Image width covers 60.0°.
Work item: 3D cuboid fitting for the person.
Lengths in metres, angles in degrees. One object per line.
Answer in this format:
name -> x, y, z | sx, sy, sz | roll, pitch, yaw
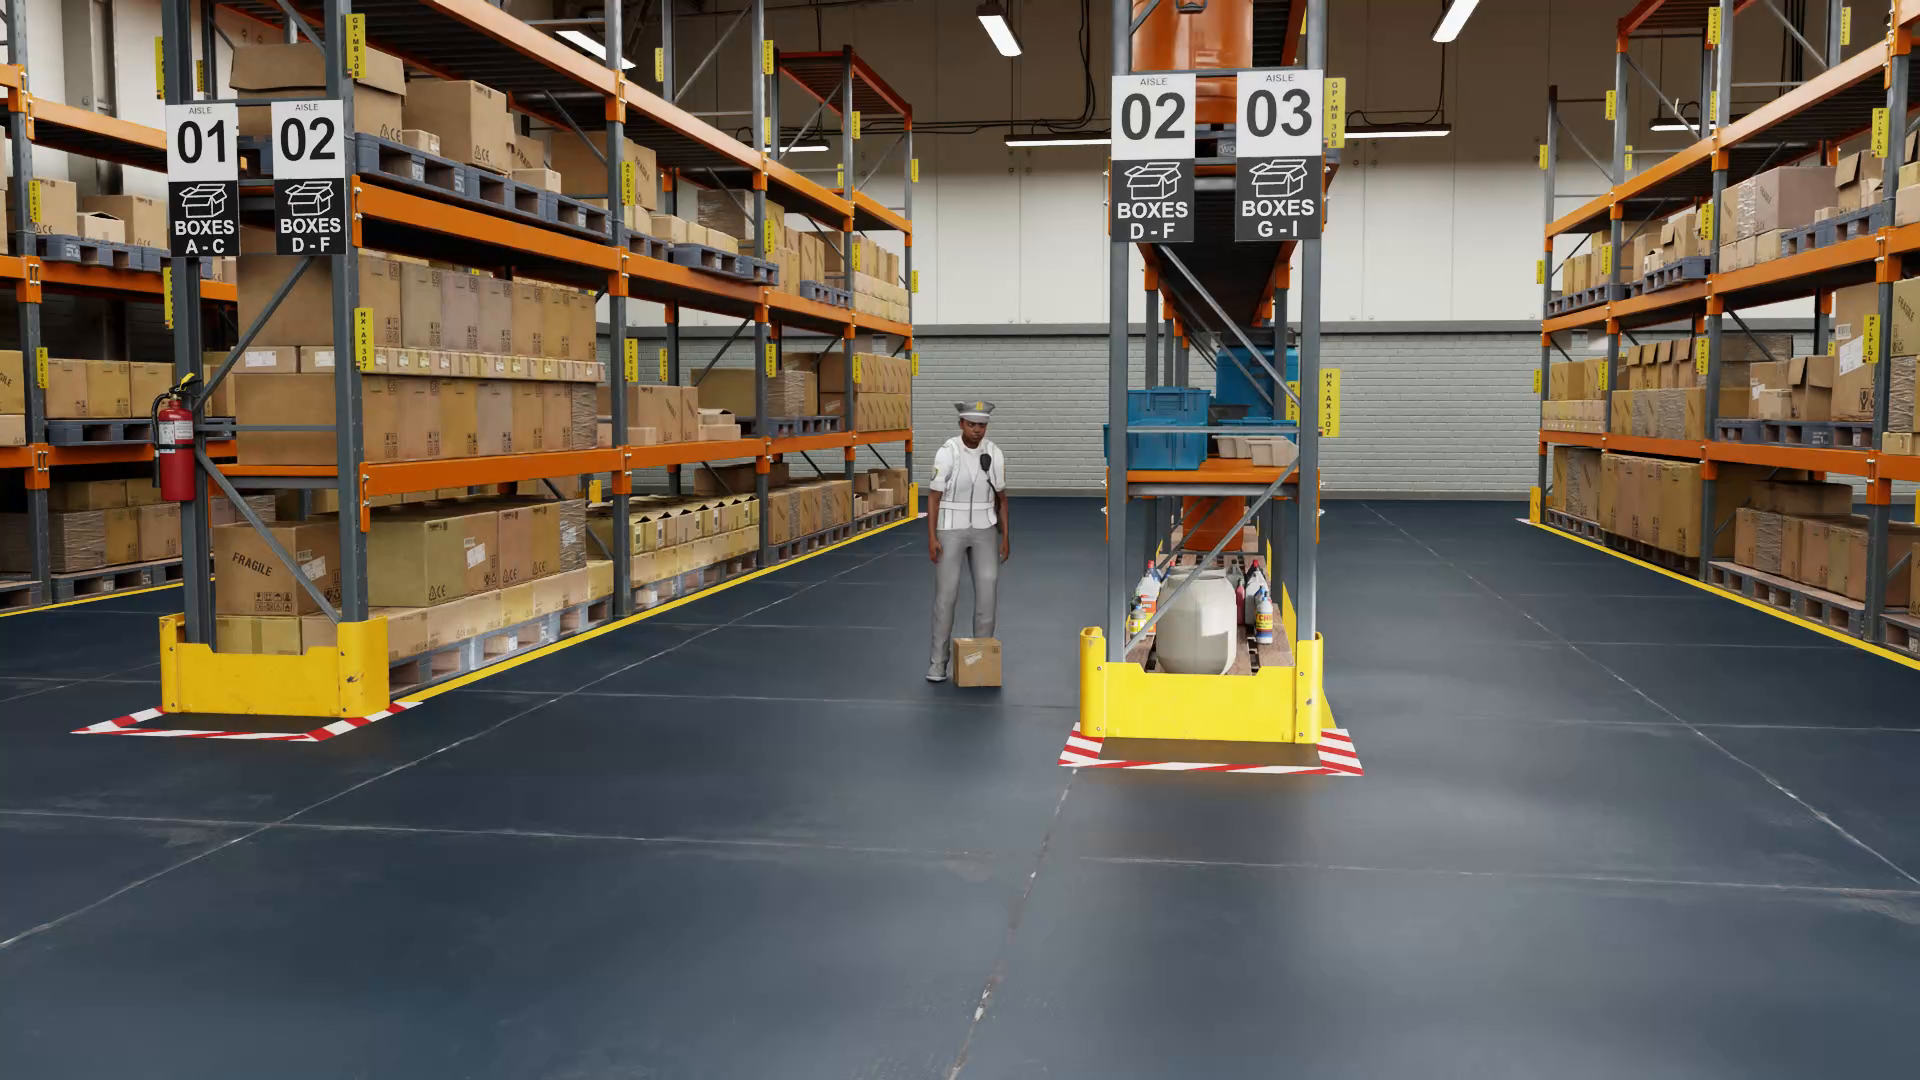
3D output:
person -> 0.041, -0.004, 9.941 | 0.526, 1.661, 0.396 | -1, 5, -12
